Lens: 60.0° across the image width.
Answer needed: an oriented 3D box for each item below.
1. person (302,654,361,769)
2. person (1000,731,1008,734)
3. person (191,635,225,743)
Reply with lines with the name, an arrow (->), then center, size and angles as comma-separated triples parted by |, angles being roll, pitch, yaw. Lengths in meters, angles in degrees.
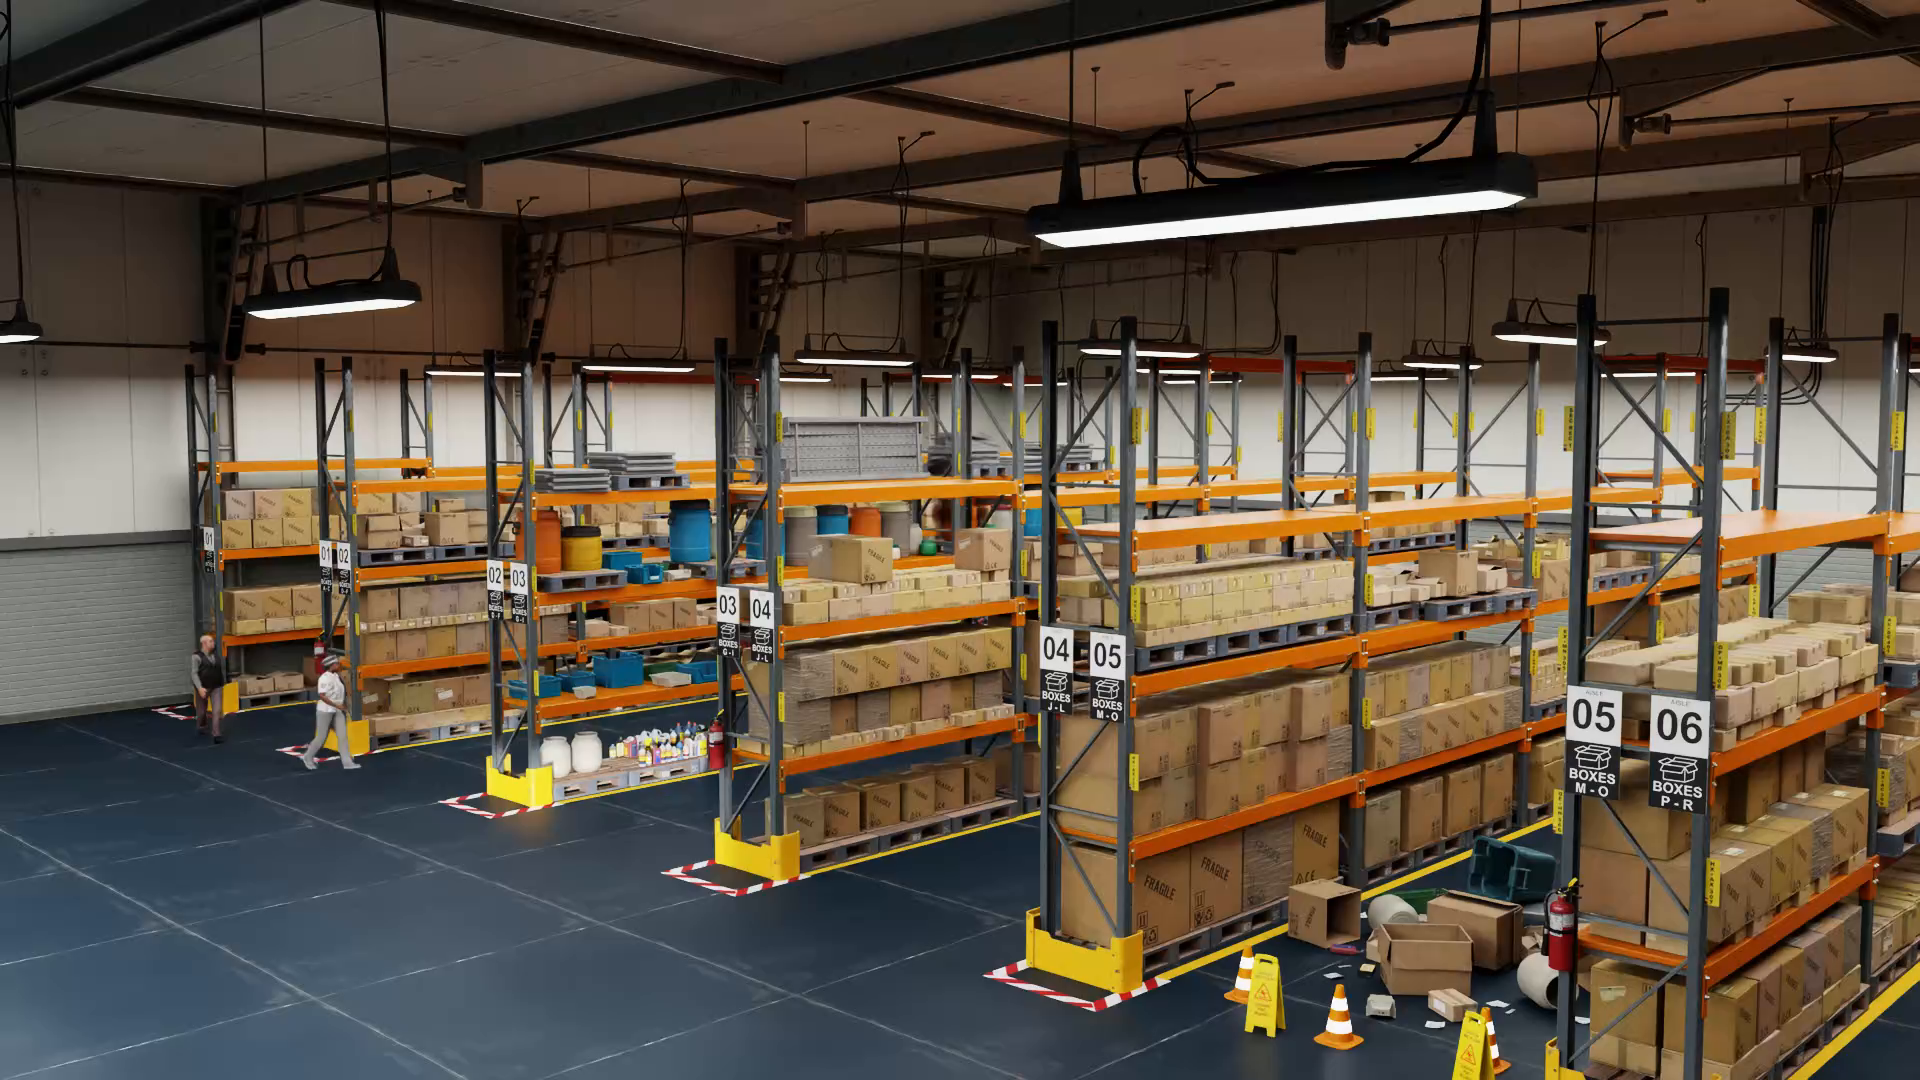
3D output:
person -> -9.050, 2.482, 23.981 | 0.915, 1.648, 0.513 | 2, 5, 25
person -> 0.799, 2.259, 26.892 | 0.590, 1.689, 0.643 | -2, 5, -22
person -> -11.803, 2.330, 26.092 | 0.484, 1.688, 0.947 | -2, 5, -28
